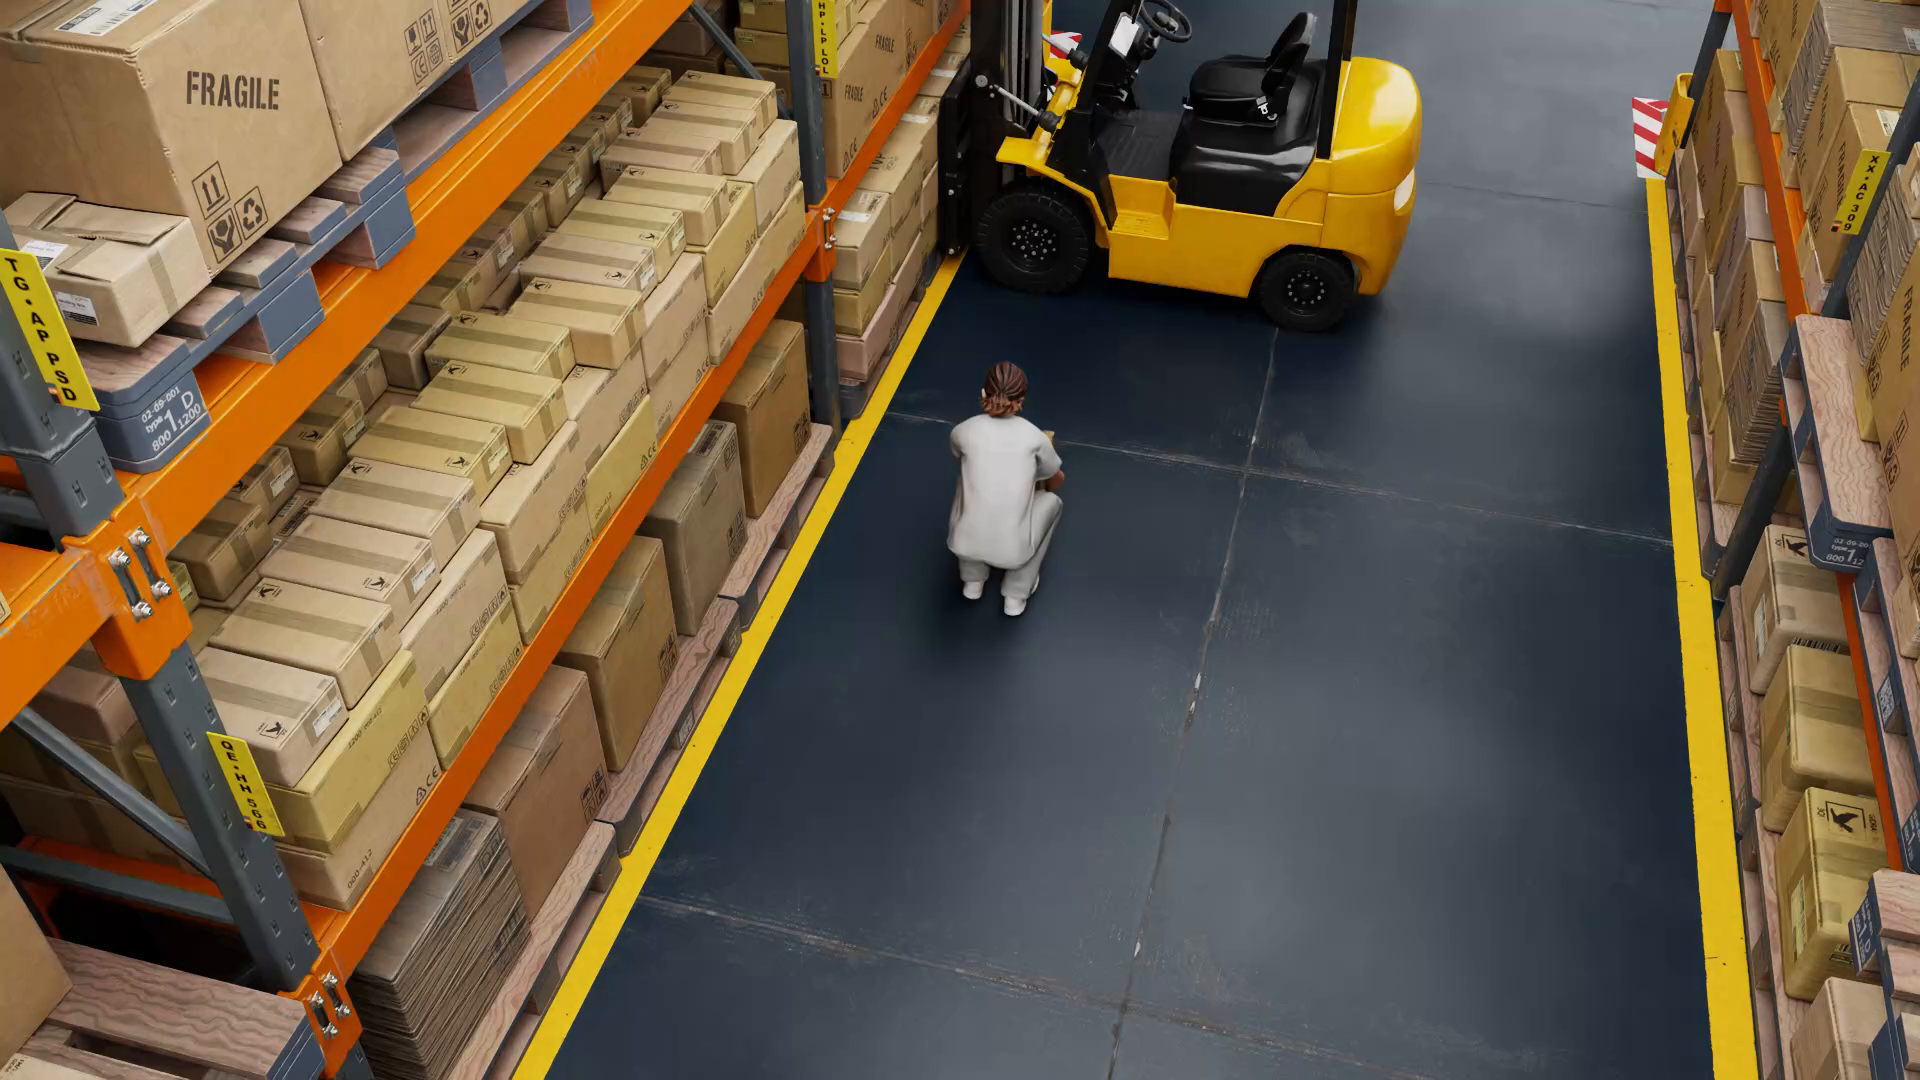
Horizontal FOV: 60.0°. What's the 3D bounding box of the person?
[{"bbox_3d":[0.171,-0.222,6.983,0.492,0.933,0.798,10,42,11],"label":"person"}]
